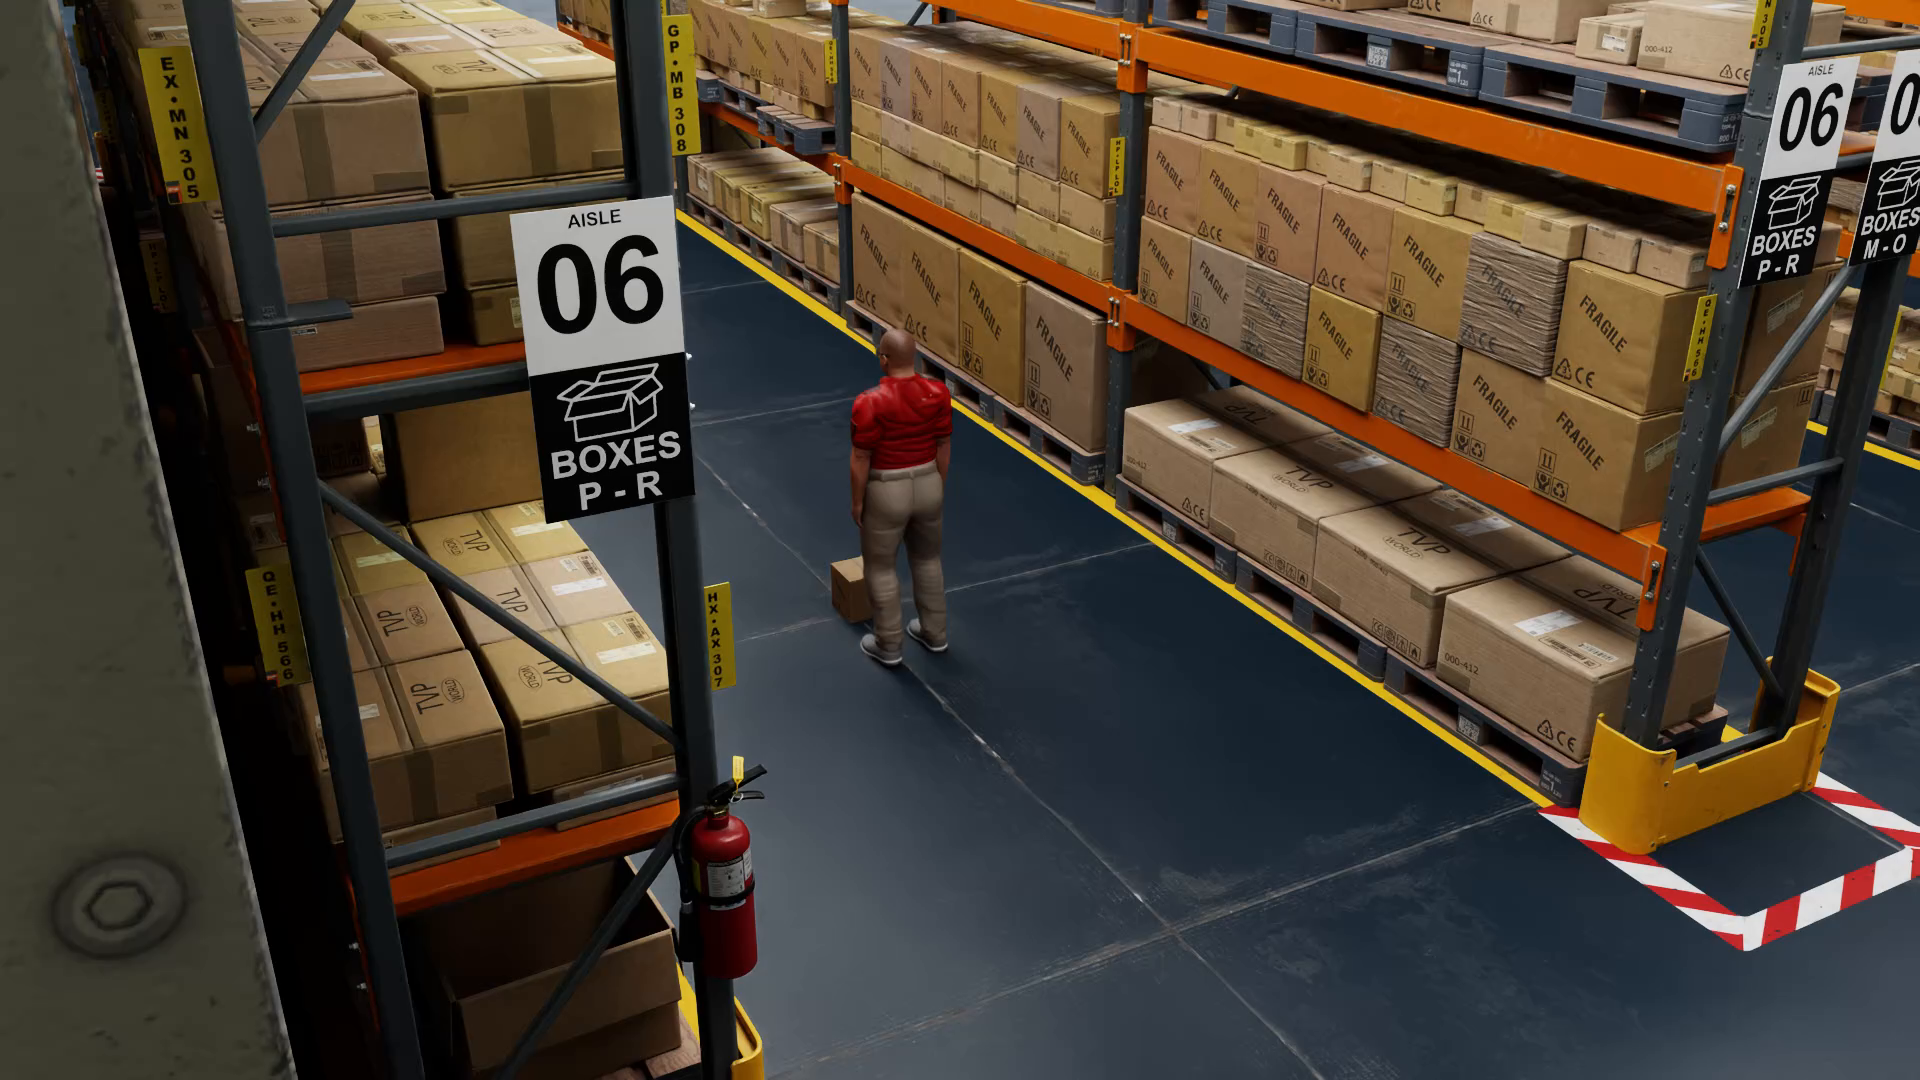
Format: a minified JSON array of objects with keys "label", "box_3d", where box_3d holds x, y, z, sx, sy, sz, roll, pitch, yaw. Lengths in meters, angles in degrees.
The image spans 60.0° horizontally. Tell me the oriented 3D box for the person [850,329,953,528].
[{"label":"person","box_3d":[-0.307,-0.536,8.026,0.526,1.024,0.342,-12,28,-24]}]
